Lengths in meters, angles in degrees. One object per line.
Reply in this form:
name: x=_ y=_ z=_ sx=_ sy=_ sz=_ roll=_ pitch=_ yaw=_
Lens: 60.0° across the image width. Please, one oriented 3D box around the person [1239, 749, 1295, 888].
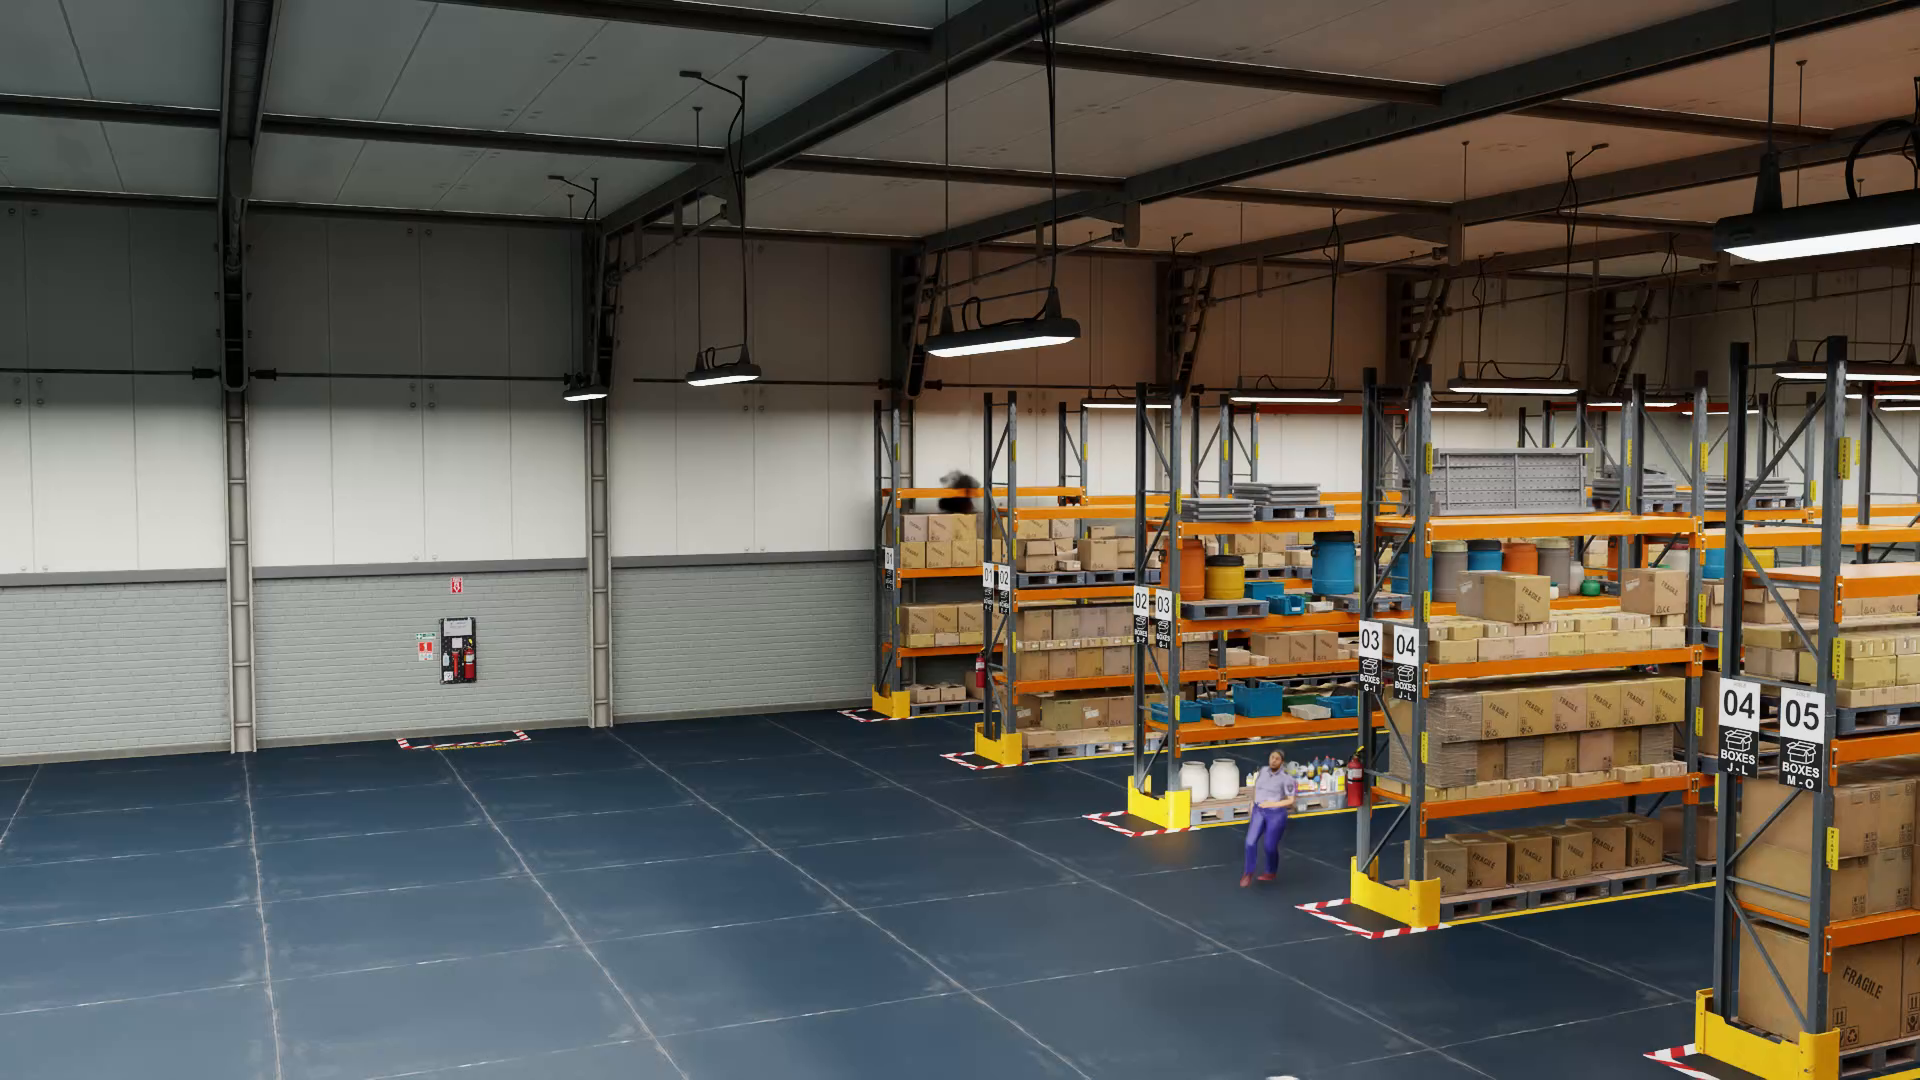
person: x=3.600 y=3.247 z=19.313 sx=0.633 sy=1.654 sz=0.636 roll=2 pitch=4 yaw=32
